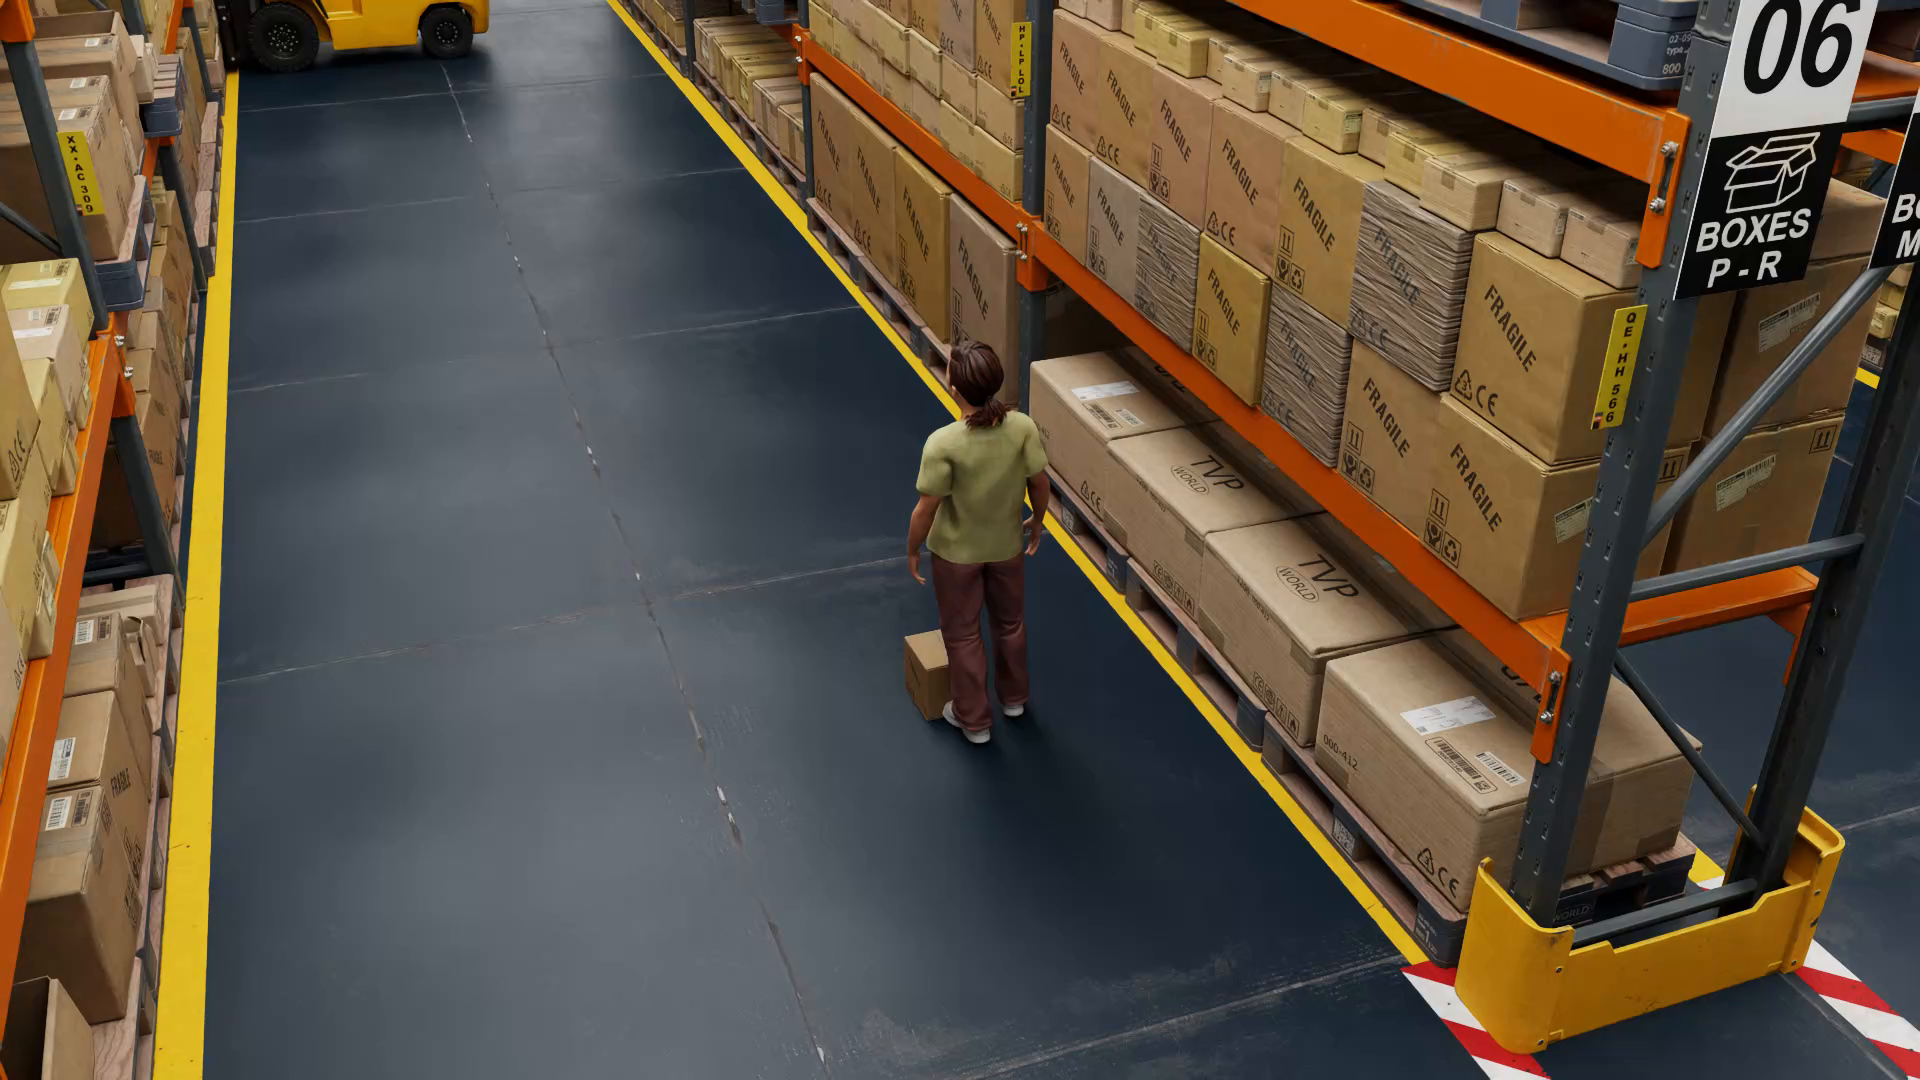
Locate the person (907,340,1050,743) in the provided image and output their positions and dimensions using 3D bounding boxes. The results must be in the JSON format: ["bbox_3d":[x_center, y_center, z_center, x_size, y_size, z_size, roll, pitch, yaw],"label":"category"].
[{"bbox_3d":[0.045,0.000,6.111,0.553,1.676,0.549,-11,32,-18],"label":"person"}]
